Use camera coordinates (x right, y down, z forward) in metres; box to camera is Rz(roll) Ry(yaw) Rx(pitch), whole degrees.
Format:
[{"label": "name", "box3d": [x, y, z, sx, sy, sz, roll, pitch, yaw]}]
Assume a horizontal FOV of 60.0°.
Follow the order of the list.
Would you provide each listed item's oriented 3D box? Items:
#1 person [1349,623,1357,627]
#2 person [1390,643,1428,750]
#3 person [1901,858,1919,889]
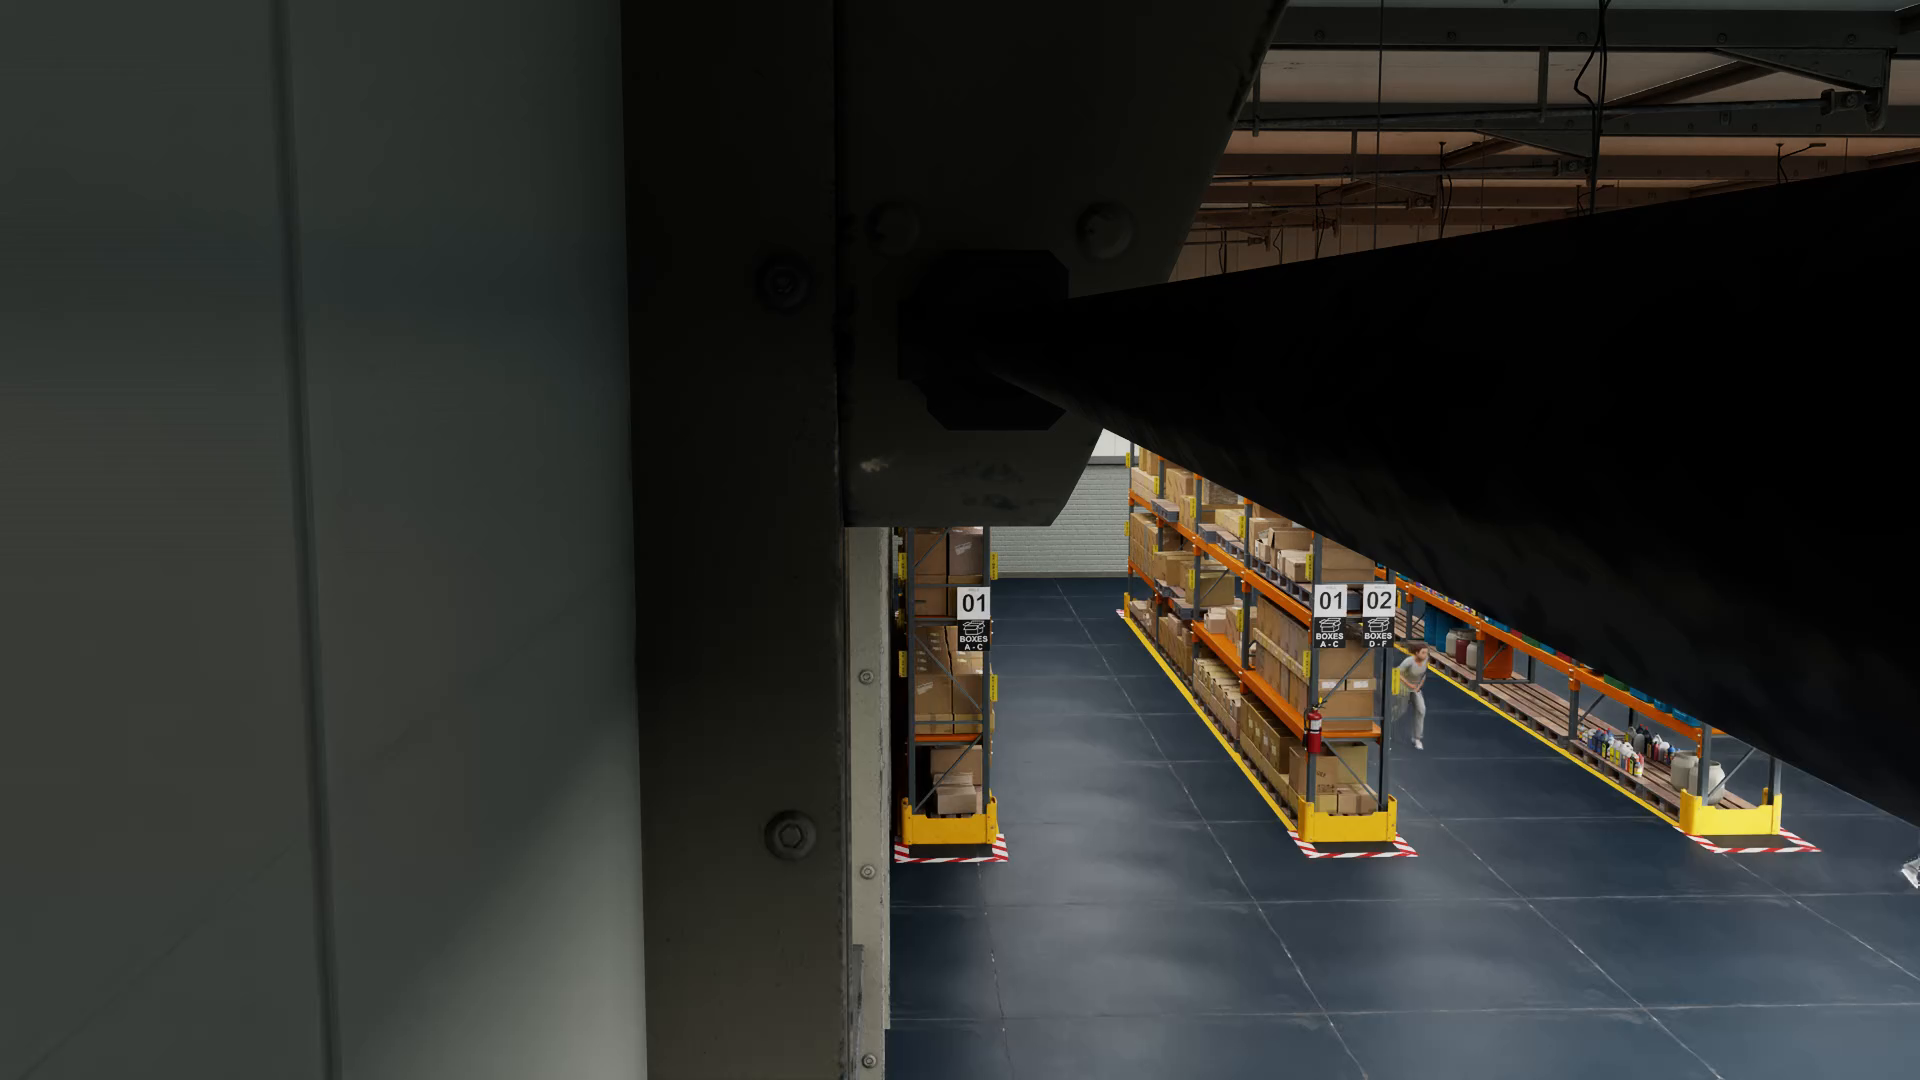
[{"label": "person", "box3d": [7.059, 1.648, 30.599, 0.575, 1.605, 0.736, -2, 7, -12]}, {"label": "person", "box3d": [6.818, 2.312, 25.412, 0.601, 1.624, 1.004, -3, 8, -25]}, {"label": "person", "box3d": [10.886, 3.200, 18.394, 0.756, 1.591, 0.548, 3, 8, 23]}]
